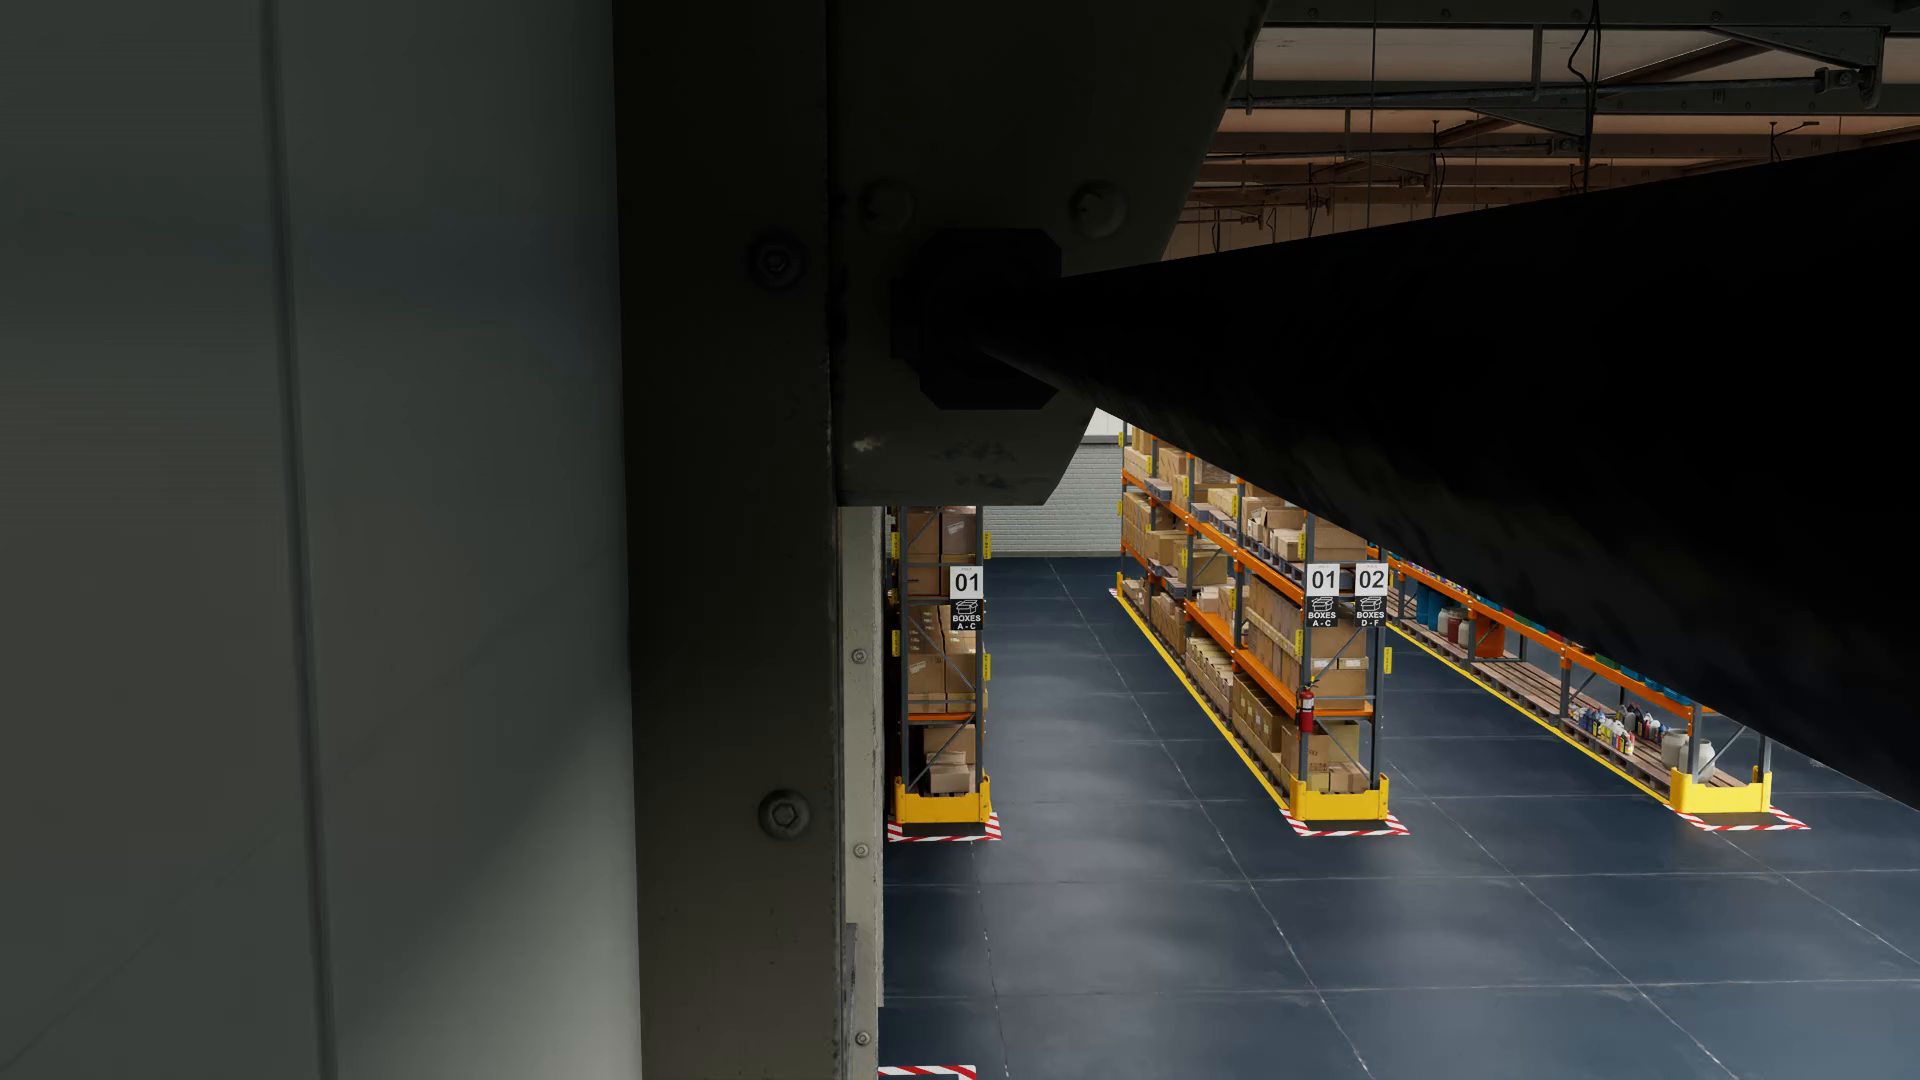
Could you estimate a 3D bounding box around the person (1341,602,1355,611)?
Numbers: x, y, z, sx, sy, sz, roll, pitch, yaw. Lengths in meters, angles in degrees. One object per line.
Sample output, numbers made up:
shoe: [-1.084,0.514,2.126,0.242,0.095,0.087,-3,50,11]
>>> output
person: [6.918,1.265,29.927,0.642,1.832,0.812,-2,8,-11]
